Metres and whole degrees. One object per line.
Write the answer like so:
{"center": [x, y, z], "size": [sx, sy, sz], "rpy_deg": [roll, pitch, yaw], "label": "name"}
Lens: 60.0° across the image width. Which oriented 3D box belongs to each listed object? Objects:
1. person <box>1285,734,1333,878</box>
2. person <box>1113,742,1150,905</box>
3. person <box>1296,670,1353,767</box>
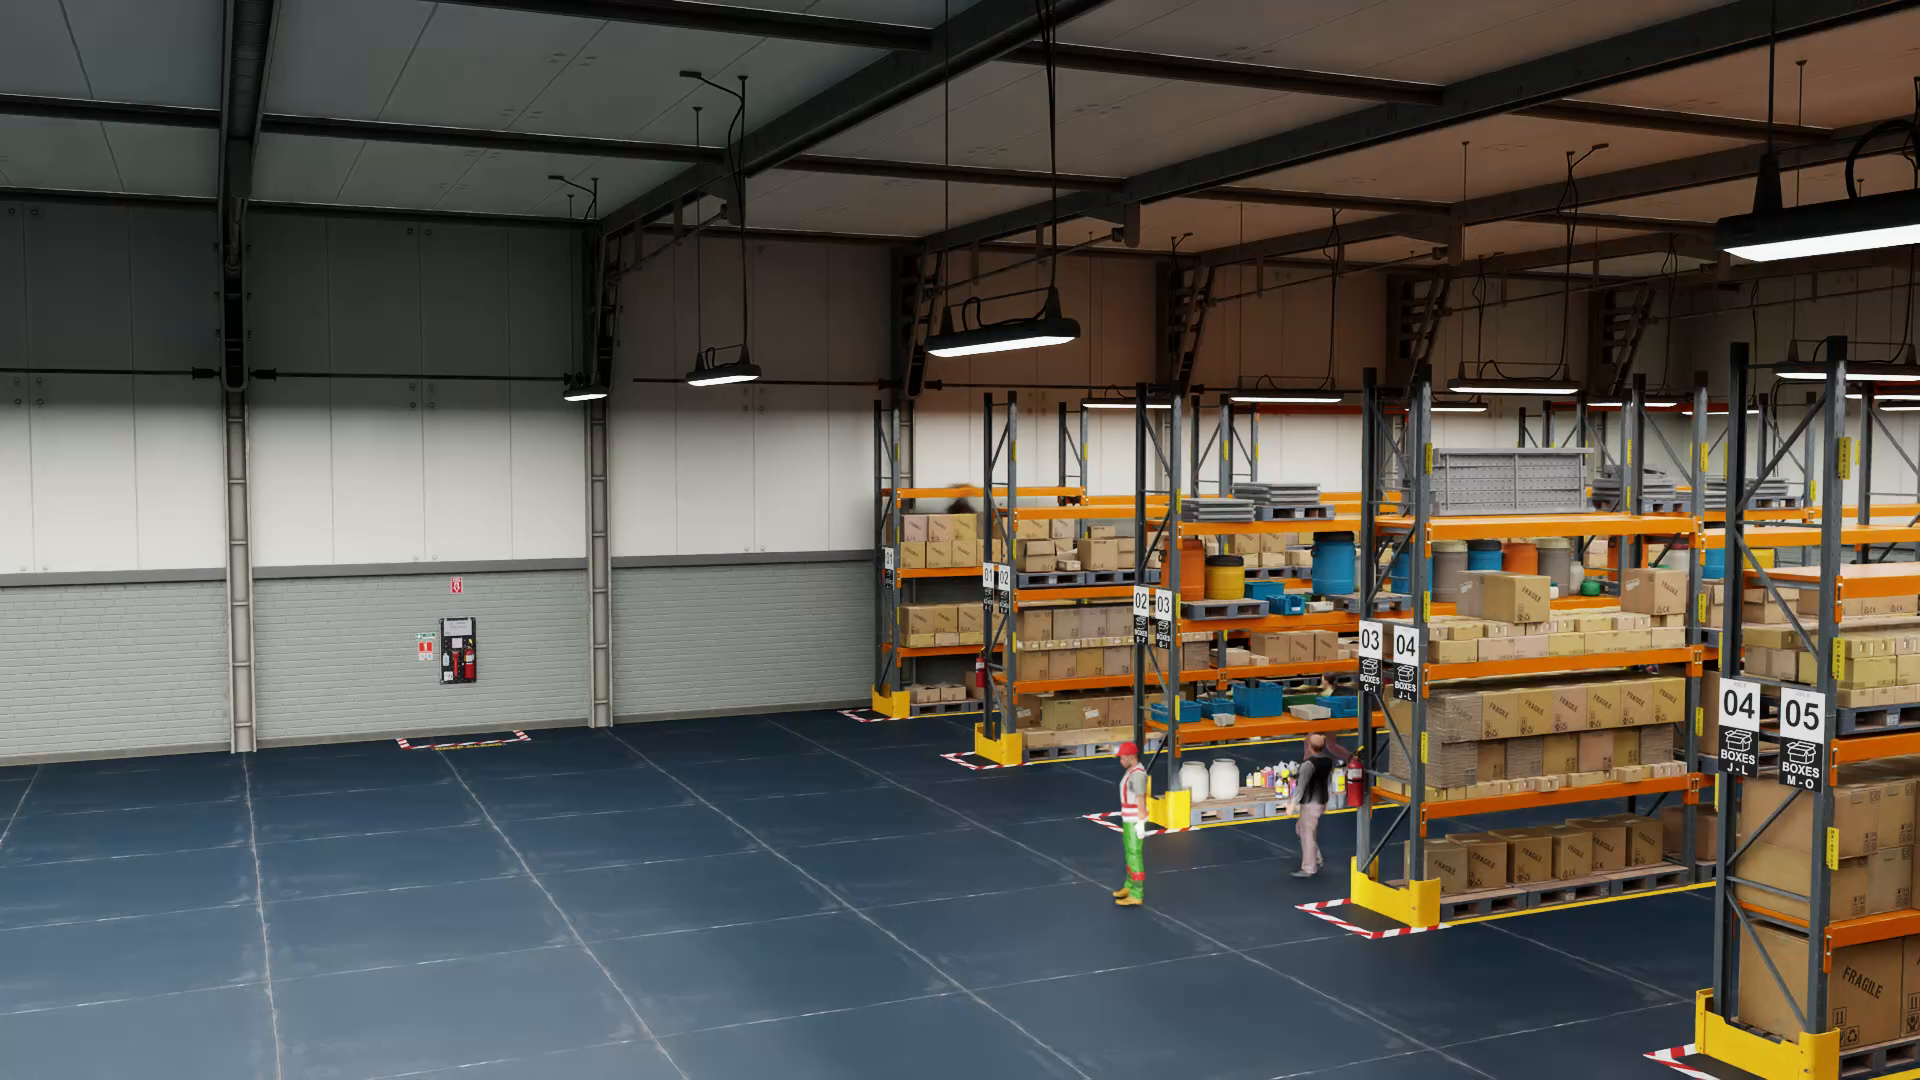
{"center": [4.152, 3.168, 19.762], "size": [0.500, 1.743, 0.538], "rpy_deg": [2, 4, 27], "label": "person"}
{"center": [1.938, 3.173, 18.782], "size": [0.402, 1.782, 0.617], "rpy_deg": [0, 3, 0], "label": "person"}
{"center": [5.745, 2.837, 25.907], "size": [0.962, 1.609, 0.478], "rpy_deg": [0, 3, 1], "label": "person"}
